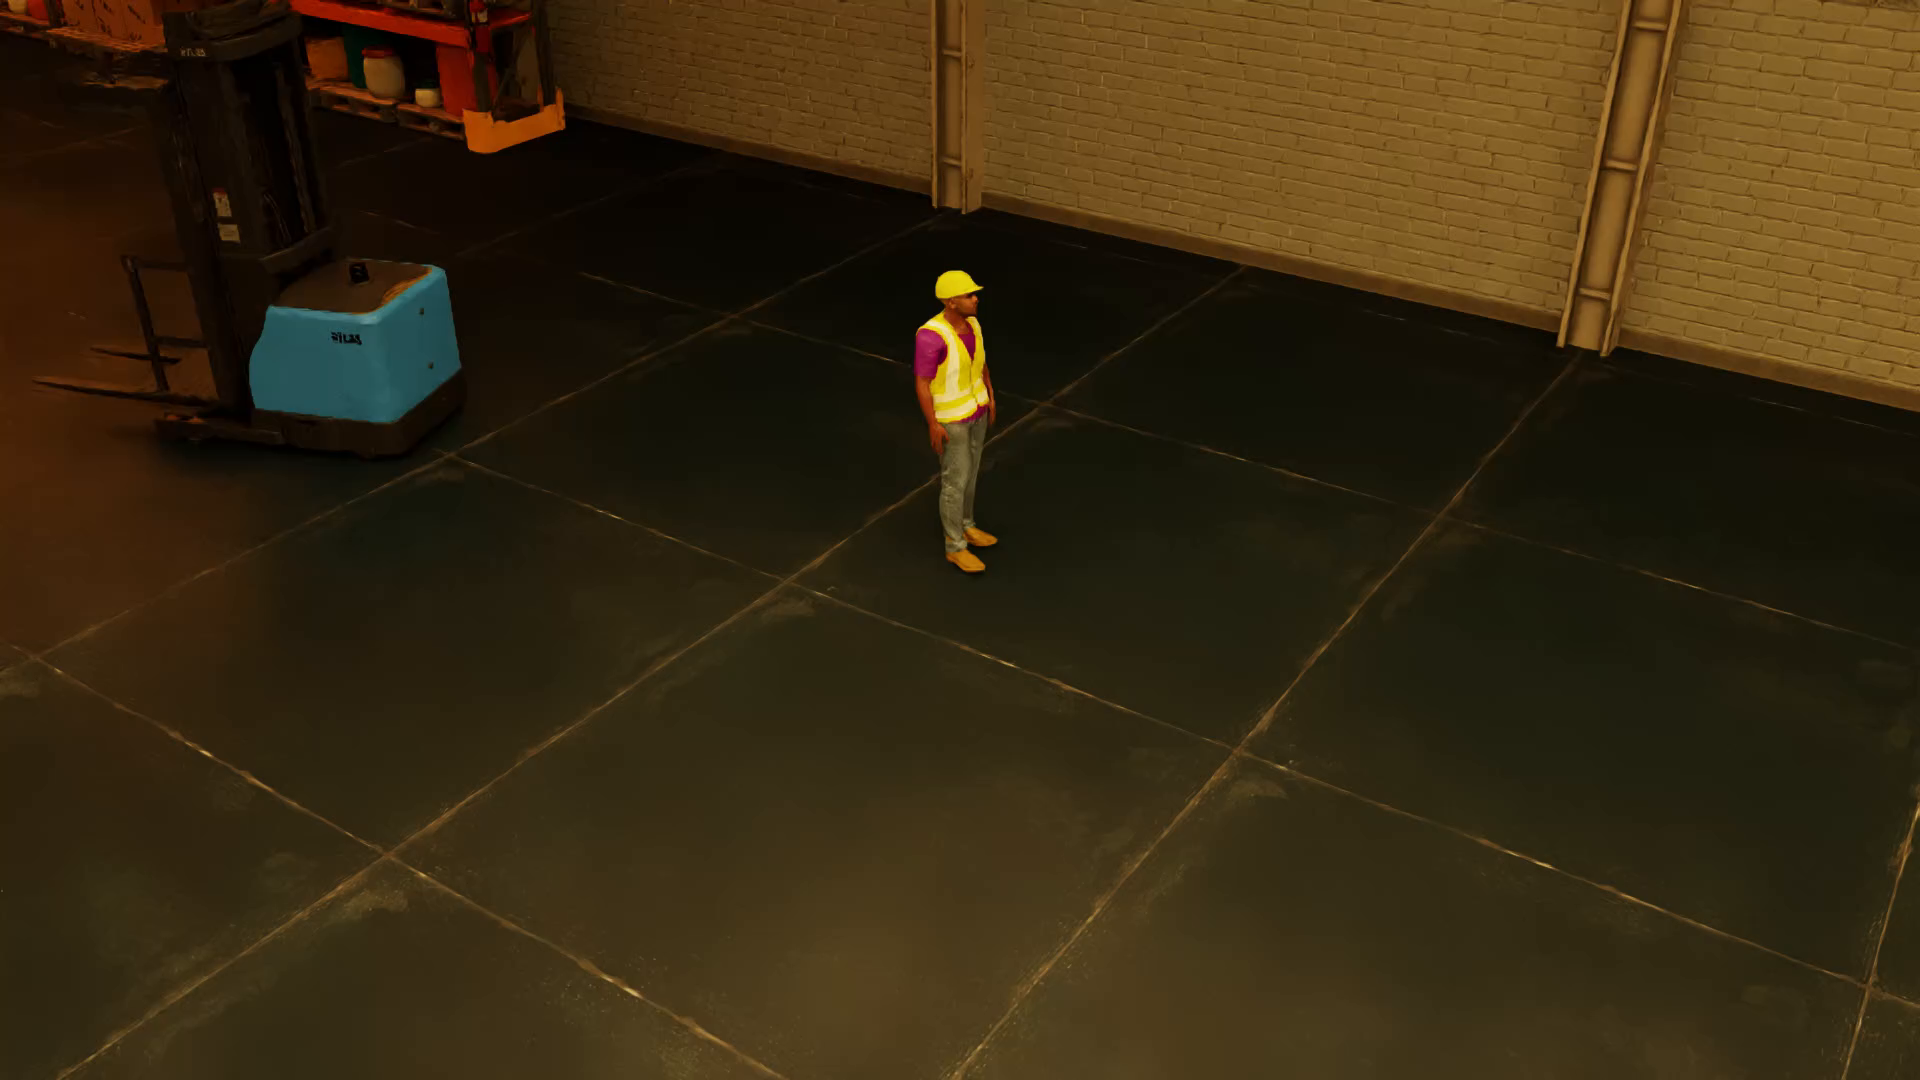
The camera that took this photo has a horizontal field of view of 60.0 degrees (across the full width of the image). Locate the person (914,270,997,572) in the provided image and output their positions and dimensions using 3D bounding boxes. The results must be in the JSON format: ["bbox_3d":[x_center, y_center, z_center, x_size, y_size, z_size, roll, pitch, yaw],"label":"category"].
[{"bbox_3d":[0.055,-0.748,10.015,0.576,1.766,0.665,19,35,29],"label":"person"}]

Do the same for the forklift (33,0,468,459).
[{"bbox_3d":[-5.168,-2.209,11.386,3.031,2.935,1.130,7,31,12],"label":"forklift"}]
